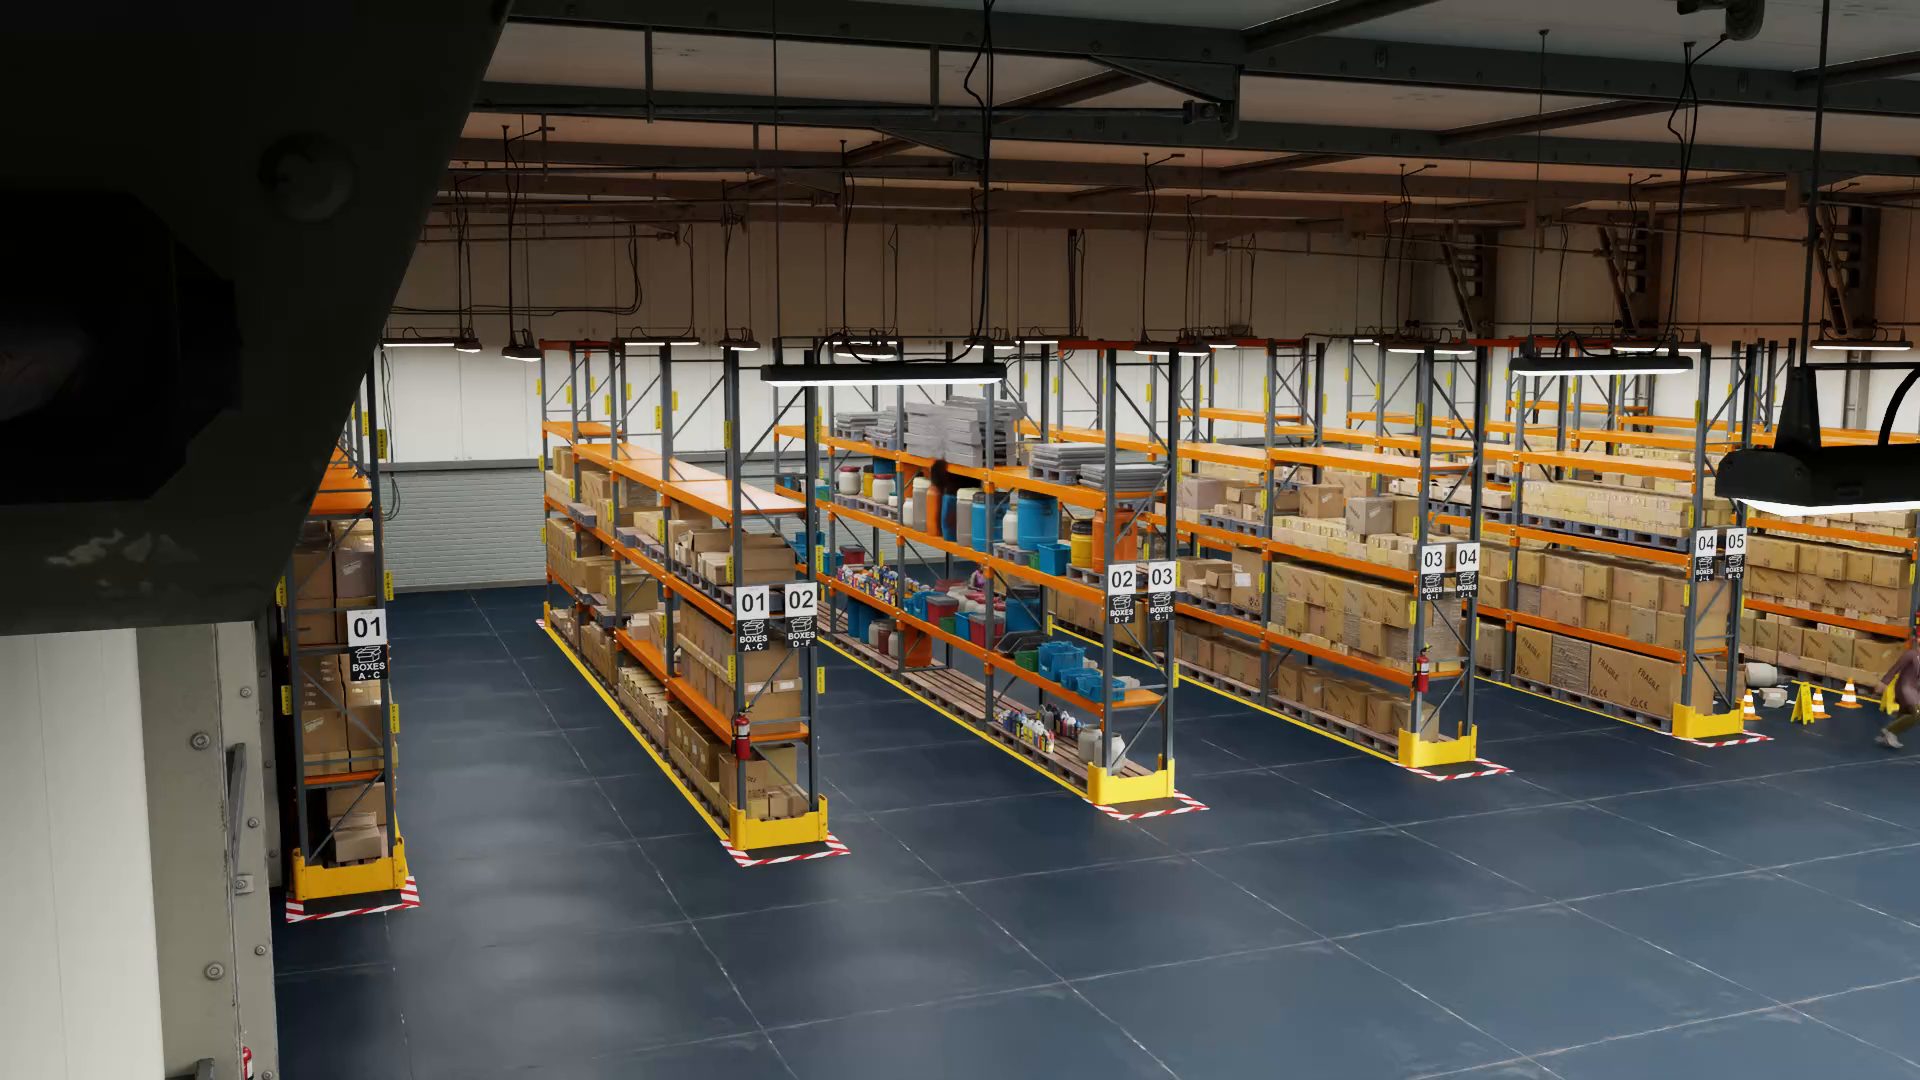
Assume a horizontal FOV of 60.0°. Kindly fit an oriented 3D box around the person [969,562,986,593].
[{"bbox_3d":[0.337,1.166,33.799,0.532,1.568,0.879,-4,9,-30],"label":"person"}]

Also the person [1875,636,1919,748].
[{"bbox_3d":[14.156,2.254,24.809,0.690,1.726,0.751,-6,10,-41],"label":"person"}]
